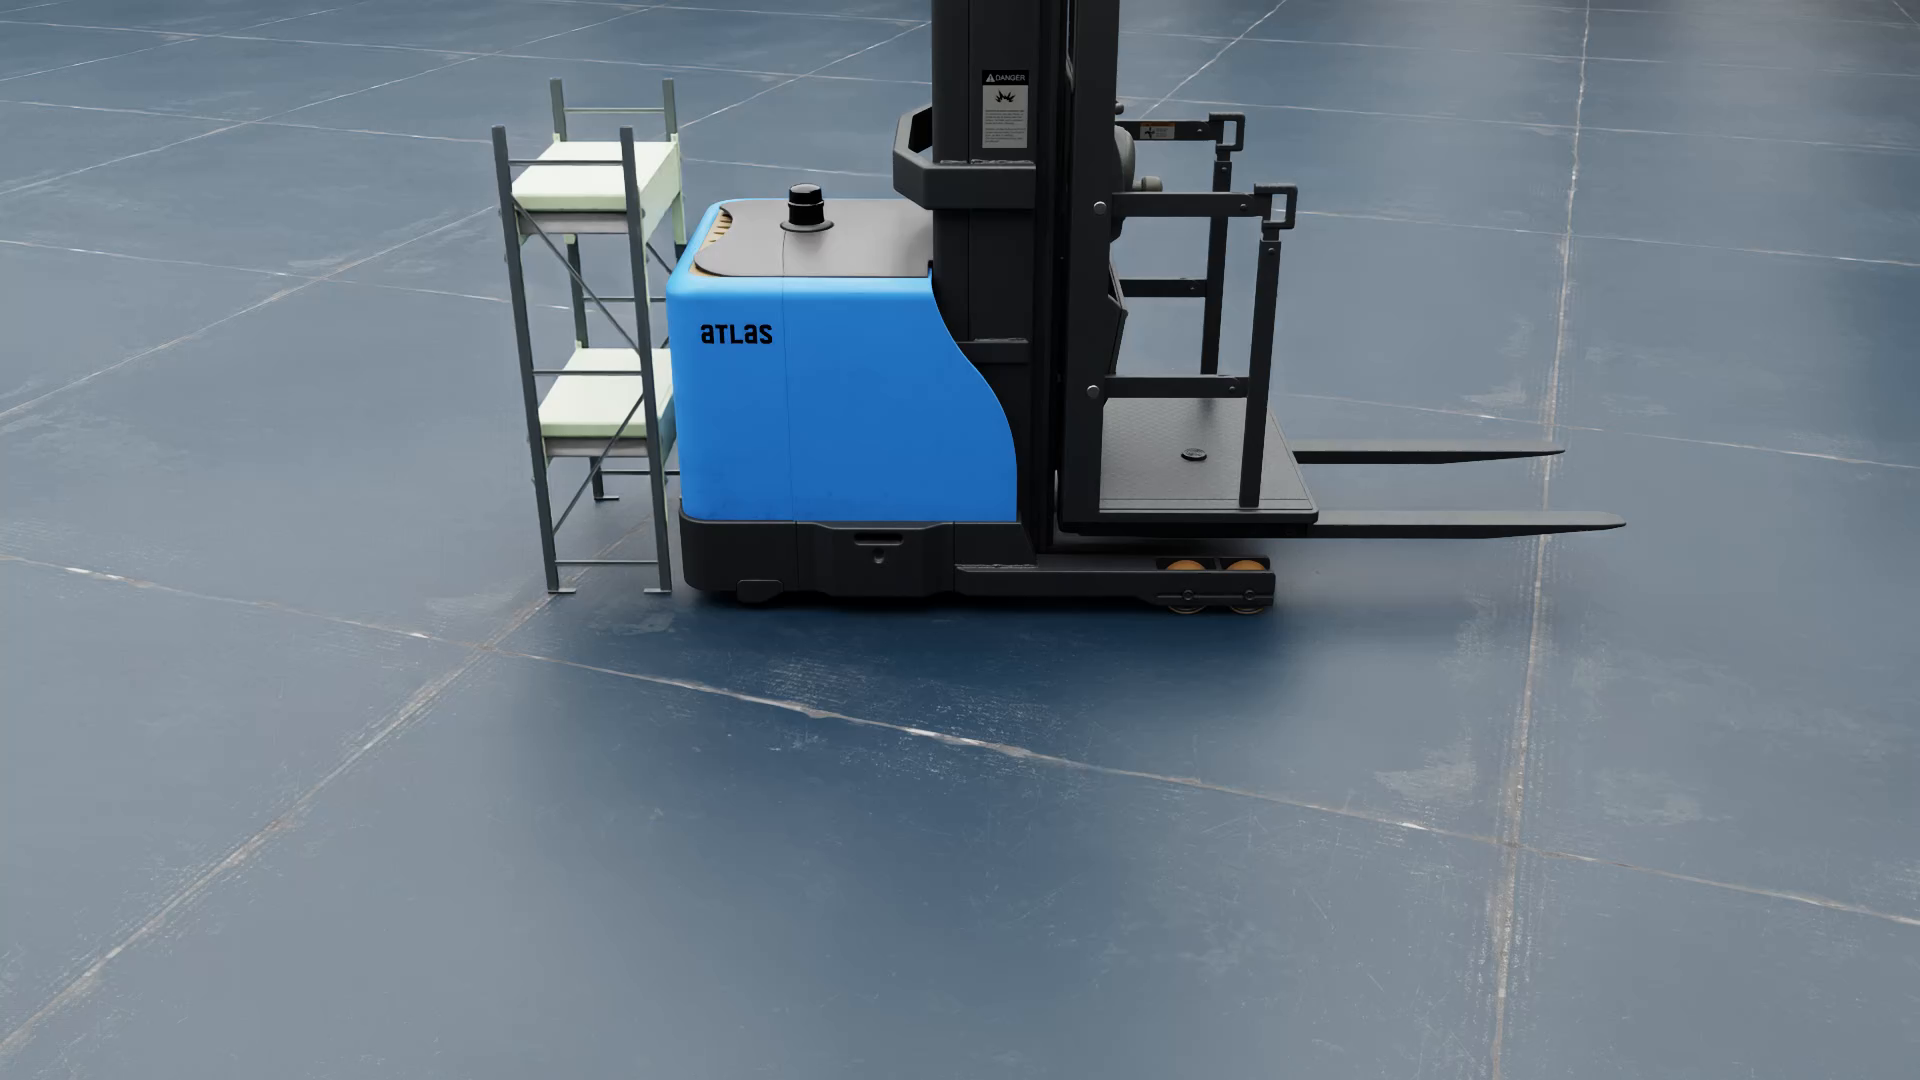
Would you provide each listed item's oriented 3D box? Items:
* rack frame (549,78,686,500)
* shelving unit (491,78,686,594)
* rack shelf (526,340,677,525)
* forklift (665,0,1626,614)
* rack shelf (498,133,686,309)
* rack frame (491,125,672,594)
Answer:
[{"bbox_3d":[-1.133,-0.825,5.732,0.400,1.500,0.023,0,26,0],"label":"rack frame"},{"bbox_3d":[-1.134,-0.665,5.402,0.431,1.500,0.755,0,26,0],"label":"shelving unit"},{"bbox_3d":[-1.134,-0.372,5.544,0.431,0.370,0.720,0,26,0],"label":"rack shelf"},{"bbox_3d":[0.631,-1.318,5.108,3.031,2.935,1.130,0,26,0],"label":"forklift"},{"bbox_3d":[-1.135,-1.016,5.232,0.431,0.370,0.720,0,26,0],"label":"rack shelf"},{"bbox_3d":[-1.136,-0.506,5.073,0.400,1.500,0.023,0,26,0],"label":"rack frame"}]
